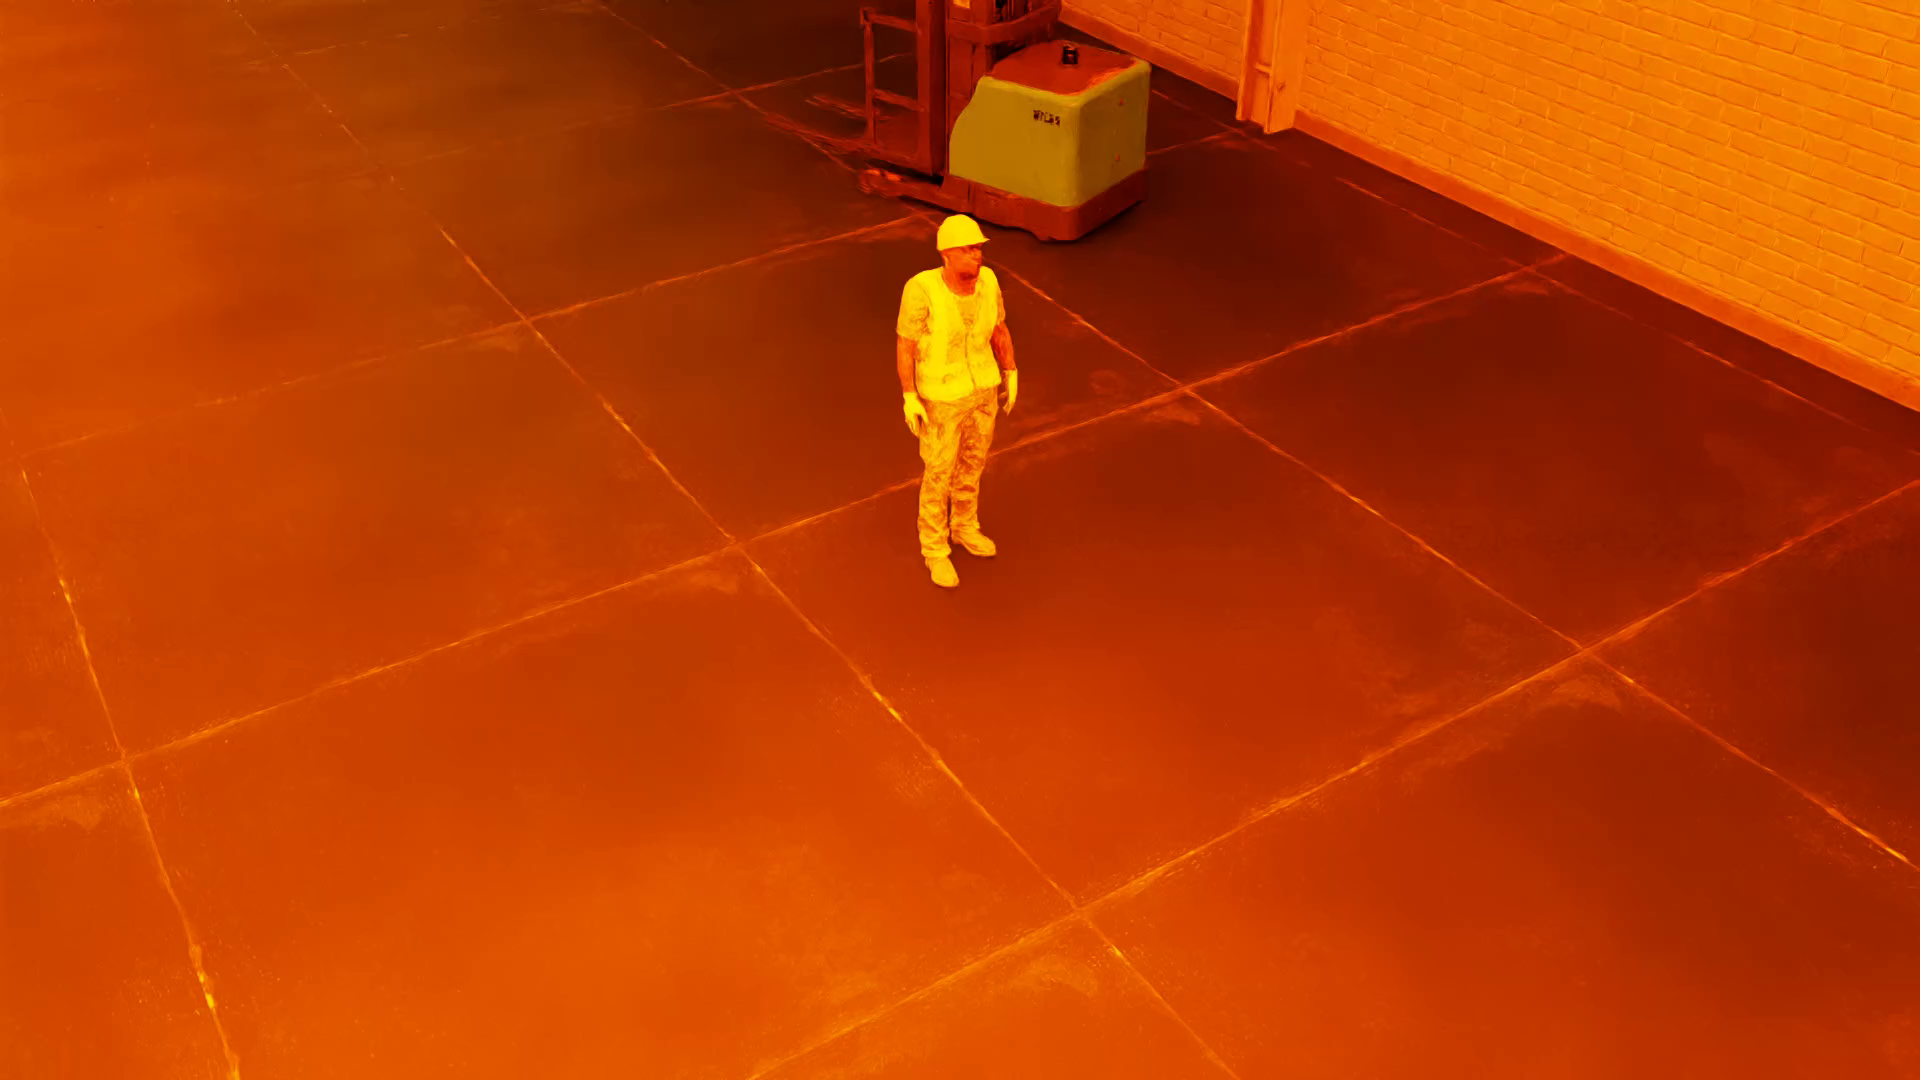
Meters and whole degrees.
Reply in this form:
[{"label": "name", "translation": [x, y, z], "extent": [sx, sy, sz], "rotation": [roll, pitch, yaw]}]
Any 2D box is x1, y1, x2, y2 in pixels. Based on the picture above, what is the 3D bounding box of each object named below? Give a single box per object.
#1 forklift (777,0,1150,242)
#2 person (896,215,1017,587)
[{"label": "forklift", "translation": [-0.101, -3.979, 11.810], "extent": [3.031, 2.935, 1.130], "rotation": [27, 43, 33]}, {"label": "person", "translation": [0.033, -0.698, 8.128], "extent": [0.655, 1.782, 0.576], "rotation": [-21, 40, -27]}]
